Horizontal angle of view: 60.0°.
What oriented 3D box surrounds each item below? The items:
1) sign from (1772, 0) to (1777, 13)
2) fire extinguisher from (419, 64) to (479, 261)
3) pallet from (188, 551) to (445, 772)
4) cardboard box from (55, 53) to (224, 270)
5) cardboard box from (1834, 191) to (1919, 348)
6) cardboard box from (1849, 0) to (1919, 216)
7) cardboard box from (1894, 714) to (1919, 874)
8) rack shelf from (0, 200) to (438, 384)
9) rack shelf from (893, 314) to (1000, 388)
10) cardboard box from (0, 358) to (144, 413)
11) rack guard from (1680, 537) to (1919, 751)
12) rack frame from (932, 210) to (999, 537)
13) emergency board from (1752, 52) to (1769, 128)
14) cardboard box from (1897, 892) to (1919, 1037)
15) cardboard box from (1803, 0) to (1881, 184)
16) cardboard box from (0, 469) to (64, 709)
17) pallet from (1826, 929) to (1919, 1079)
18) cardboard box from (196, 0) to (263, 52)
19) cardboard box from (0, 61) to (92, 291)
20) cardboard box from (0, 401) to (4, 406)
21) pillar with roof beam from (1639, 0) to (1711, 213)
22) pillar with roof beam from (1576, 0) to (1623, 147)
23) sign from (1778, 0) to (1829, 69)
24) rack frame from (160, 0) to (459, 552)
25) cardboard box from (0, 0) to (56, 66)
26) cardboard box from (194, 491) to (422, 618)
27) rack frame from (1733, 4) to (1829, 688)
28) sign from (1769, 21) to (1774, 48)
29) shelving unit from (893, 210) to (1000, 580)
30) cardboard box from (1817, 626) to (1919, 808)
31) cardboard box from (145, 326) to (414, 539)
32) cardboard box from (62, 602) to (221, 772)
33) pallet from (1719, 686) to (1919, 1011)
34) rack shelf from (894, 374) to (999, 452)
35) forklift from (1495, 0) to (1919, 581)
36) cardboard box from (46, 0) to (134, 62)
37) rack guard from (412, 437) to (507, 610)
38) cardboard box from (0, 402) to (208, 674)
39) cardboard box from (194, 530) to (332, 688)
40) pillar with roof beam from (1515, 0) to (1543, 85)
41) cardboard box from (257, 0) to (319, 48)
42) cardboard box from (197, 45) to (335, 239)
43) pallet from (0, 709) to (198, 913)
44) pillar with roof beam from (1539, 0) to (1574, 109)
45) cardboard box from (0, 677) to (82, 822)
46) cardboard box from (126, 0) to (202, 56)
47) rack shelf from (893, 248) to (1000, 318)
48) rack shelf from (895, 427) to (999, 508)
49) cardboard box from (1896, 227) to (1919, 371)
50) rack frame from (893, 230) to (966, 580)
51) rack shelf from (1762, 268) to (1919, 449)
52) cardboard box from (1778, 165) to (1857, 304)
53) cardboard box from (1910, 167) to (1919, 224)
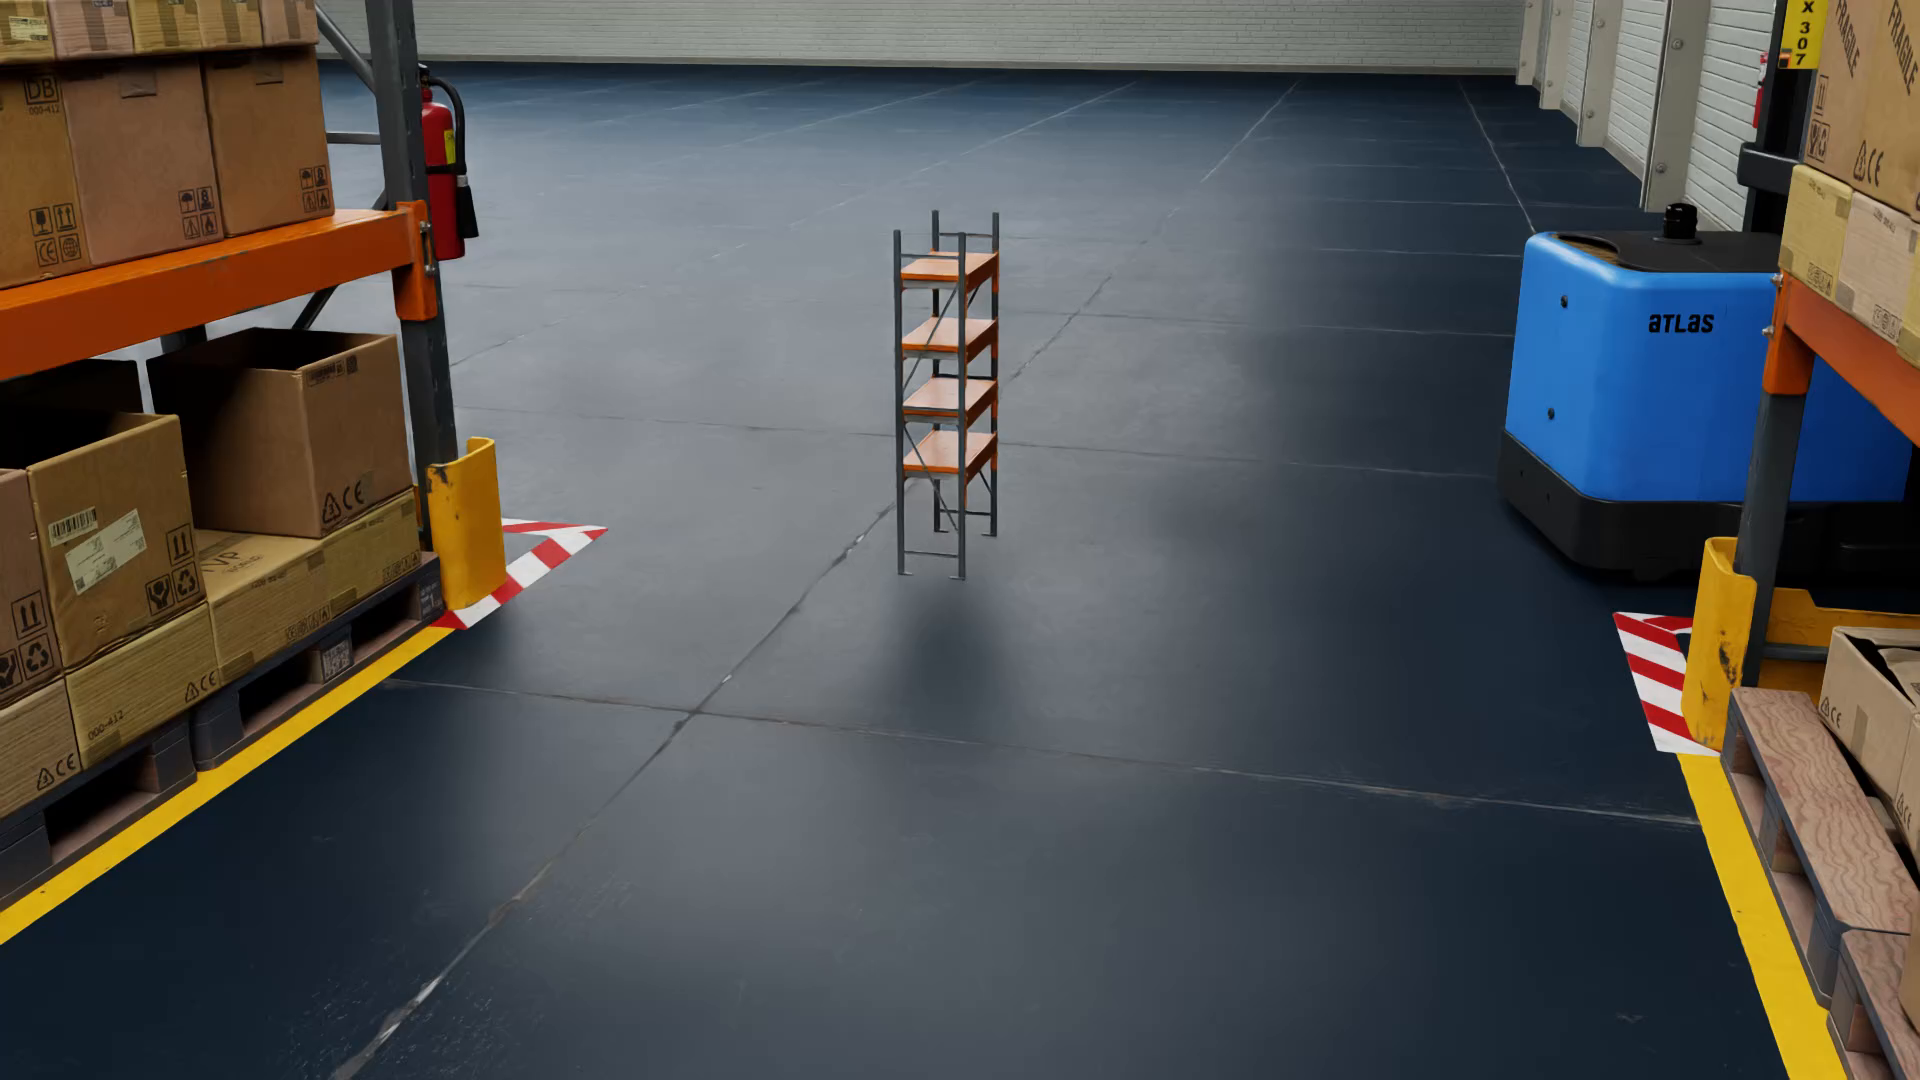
[{"bbox_3d":[5.632,-3.681,11.447,0.001,0.109,0.331,5,19,13],"label":"sign"},{"bbox_3d":[-1.693,-1.238,5.291,0.296,0.674,0.183,5,19,13],"label":"fire extinguisher"},{"bbox_3d":[-2.318,0.288,5.016,1.003,0.211,1.213,5,19,13],"label":"pallet"},{"bbox_3d":[-2.422,-1.011,4.352,0.700,0.500,0.500,5,20,15],"label":"cardboard box"},{"bbox_3d":[2.092,-0.531,3.302,0.500,0.250,0.500,4,19,12],"label":"cardboard box"},{"bbox_3d":[2.094,-0.897,3.215,0.500,0.500,0.500,5,19,14],"label":"cardboard box"},{"bbox_3d":[2.237,0.569,3.361,0.500,0.311,0.500,6,20,18],"label":"cardboard box"},{"bbox_3d":[-2.661,-0.307,3.558,1.077,0.370,4.000,5,19,13],"label":"rack shelf"},{"bbox_3d":[-0.040,-0.664,5.791,0.258,0.148,0.480,5,19,13],"label":"rack shelf"},{"bbox_3d":[-2.639,-0.219,4.632,0.500,0.500,0.500,5,19,13],"label":"cardboard box"},{"bbox_3d":[2.614,0.323,4.469,1.175,0.500,0.348,5,19,13],"label":"rack guard"},{"bbox_3d":[0.019,-0.592,6.066,0.240,1.200,0.015,5,19,13],"label":"rack frame"},{"bbox_3d":[5.407,-3.248,11.057,0.194,1.169,0.643,5,19,13],"label":"emergency board"},{"bbox_3d":[2.009,0.705,2.669,0.700,0.500,0.500,3,19,10],"label":"cardboard box"},{"bbox_3d":[2.225,-1.051,3.666,0.500,0.500,0.500,5,19,13],"label":"cardboard box"},{"bbox_3d":[-2.368,0.136,3.592,0.500,0.500,0.500,5,19,13],"label":"cardboard box"},{"bbox_3d":[2.081,1.092,2.663,1.003,0.211,1.213,5,19,13],"label":"pallet"},{"bbox_3d":[-2.143,-1.411,4.521,0.380,0.149,0.250,5,20,15],"label":"cardboard box"},{"bbox_3d":[-2.549,-0.856,3.898,0.700,0.500,0.500,5,19,14],"label":"cardboard box"},{"bbox_3d":[-2.749,-0.061,4.171,0.500,0.500,0.500,5,19,13],"label":"cardboard box"},{"bbox_3d":[2.058,-7.536,14.330,9.100,9.000,0.400,5,19,13],"label":"pillar with roof beam"},{"bbox_3d":[3.524,-9.417,19.836,9.100,9.000,0.400,5,19,13],"label":"pillar with roof beam"},{"bbox_3d":[2.106,-1.336,4.120,0.100,0.325,0.005,5,19,13],"label":"sign"},{"bbox_3d":[-2.172,-1.274,5.277,1.000,3.000,0.127,5,19,13],"label":"rack frame"},{"bbox_3d":[-2.333,-1.170,3.815,0.380,0.149,0.250,5,20,15],"label":"cardboard box"},{"bbox_3d":[-2.016,0.020,5.093,0.500,0.250,0.500,5,19,13],"label":"cardboard box"},{"bbox_3d":[2.633,-0.884,4.135,1.000,3.000,0.127,5,19,13],"label":"rack frame"},{"bbox_3d":[5.642,-3.430,11.535,0.001,0.329,0.234,5,19,13],"label":"sign"},{"bbox_3d":[-0.040,-0.516,5.842,0.258,1.200,0.503,5,19,13],"label":"shelving unit"},{"bbox_3d":[2.376,0.390,3.884,0.500,0.311,0.500,2,19,7],"label":"cardboard box"},{"bbox_3d":[-2.014,-0.335,4.971,0.500,0.500,0.500,5,19,13],"label":"cardboard box"},{"bbox_3d":[-2.247,0.334,4.172,0.500,0.250,0.500,5,19,13],"label":"cardboard box"},{"bbox_3d":[2.381,0.711,3.779,1.003,0.211,1.213,5,19,13],"label":"pallet"},{"bbox_3d":[-0.040,-0.452,5.863,0.258,0.148,0.480,5,19,13],"label":"rack shelf"},{"bbox_3d":[3.631,-1.387,5.714,3.031,2.935,1.130,0,19,0],"label":"forklift"},{"bbox_3d":[-2.269,-1.253,4.056,0.380,0.149,0.250,5,19,14],"label":"cardboard box"},{"bbox_3d":[-2.166,-0.099,5.703,1.175,0.500,0.348,5,19,13],"label":"rack guard"},{"bbox_3d":[-2.244,-0.020,4.050,0.500,0.500,0.500,5,19,13],"label":"cardboard box"},{"bbox_3d":[-2.127,0.177,4.632,0.500,0.250,0.500,5,19,13],"label":"cardboard box"},{"bbox_3d":[6.456,-13.178,30.848,9.100,9.000,0.400,5,19,13],"label":"pillar with roof beam"},{"bbox_3d":[-2.080,-1.494,4.761,0.380,0.149,0.250,4,19,12],"label":"cardboard box"},{"bbox_3d":[-2.298,-1.176,4.835,0.700,0.500,0.500,5,19,13],"label":"cardboard box"},{"bbox_3d":[-2.618,0.670,3.900,1.003,0.211,1.213,5,19,13],"label":"pallet"},{"bbox_3d":[4.990,-11.298,25.342,9.100,9.000,0.400,5,19,13],"label":"pillar with roof beam"},{"bbox_3d":[-2.371,0.491,3.714,0.500,0.250,0.500,5,19,13],"label":"cardboard box"},{"bbox_3d":[-2.205,-1.331,4.286,0.380,0.149,0.250,4,19,13],"label":"cardboard box"},{"bbox_3d":[-0.040,-0.888,5.715,0.258,0.148,0.480,5,19,13],"label":"rack shelf"},{"bbox_3d":[-0.040,-0.264,5.928,0.258,0.148,0.480,5,19,13],"label":"rack shelf"},{"bbox_3d":[1.962,-0.372,2.836,0.500,0.250,0.500,4,19,13],"label":"cardboard box"},{"bbox_3d":[-0.100,-0.439,5.618,0.240,1.200,0.015,5,19,13],"label":"rack frame"},{"bbox_3d":[2.144,0.083,2.416,1.077,0.370,4.000,5,19,13],"label":"rack shelf"},{"bbox_3d":[2.206,-0.695,3.782,0.500,0.250,0.500,4,19,12],"label":"cardboard box"},{"bbox_3d":[1.962,-0.736,2.742,0.500,0.500,0.500,4,19,12],"label":"cardboard box"}]
